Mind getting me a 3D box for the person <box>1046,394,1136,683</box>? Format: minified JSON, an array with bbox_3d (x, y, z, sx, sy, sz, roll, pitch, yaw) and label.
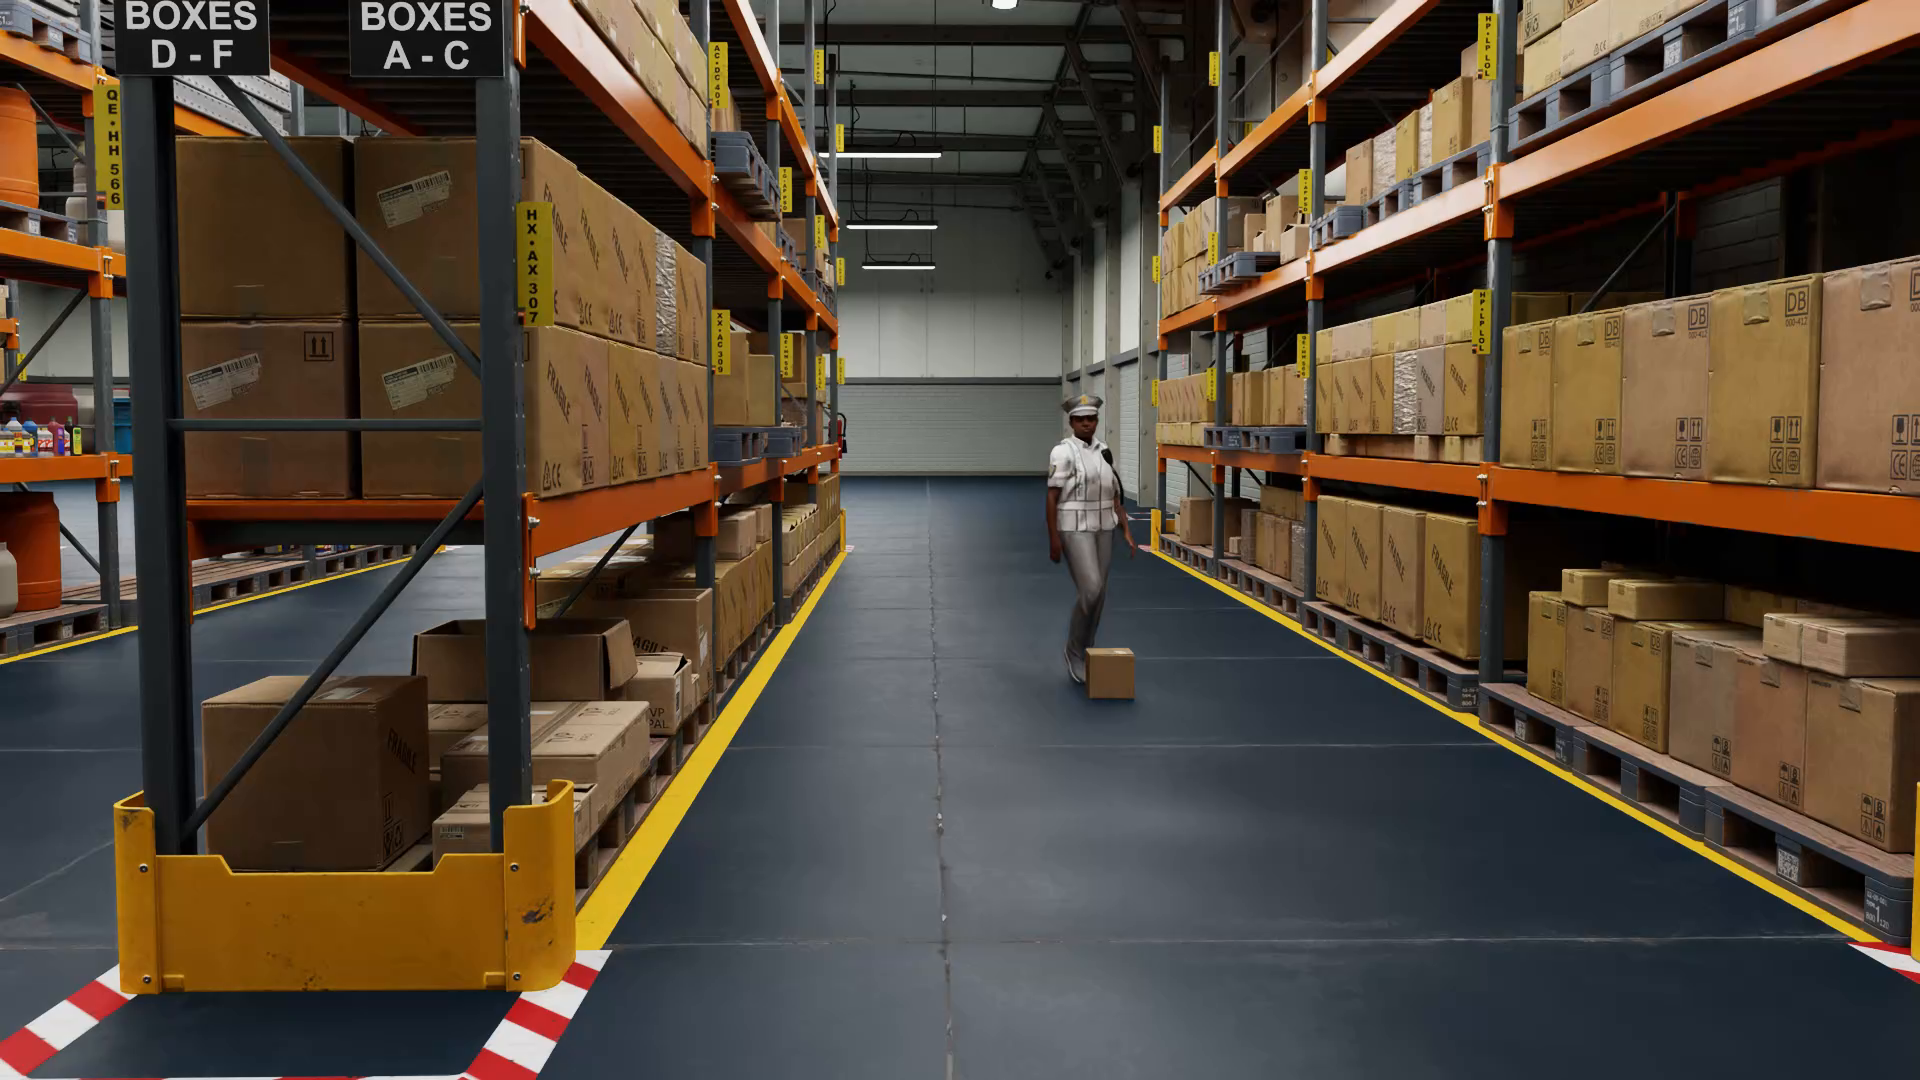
[{"bbox_3d":[0.787,-0.003,9.911,0.457,1.727,0.451,-3,5,-39],"label":"person"}]
